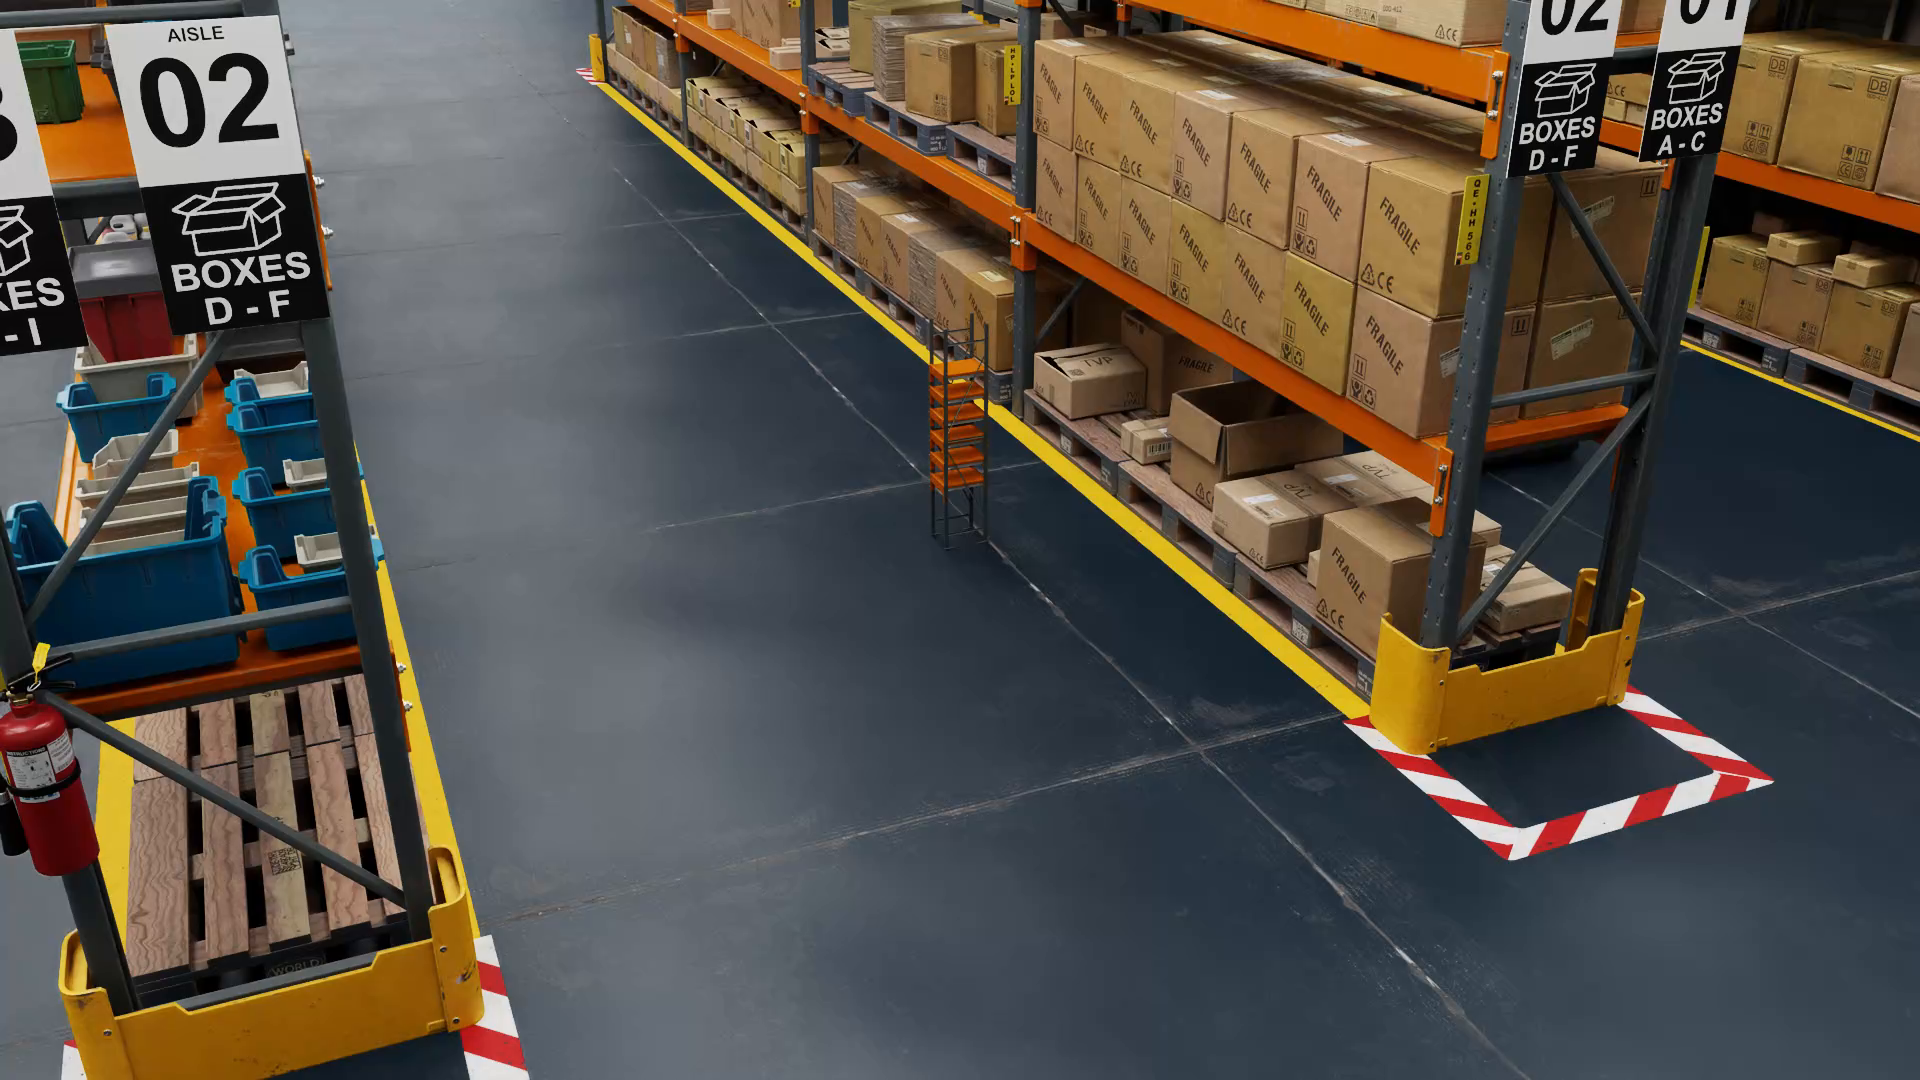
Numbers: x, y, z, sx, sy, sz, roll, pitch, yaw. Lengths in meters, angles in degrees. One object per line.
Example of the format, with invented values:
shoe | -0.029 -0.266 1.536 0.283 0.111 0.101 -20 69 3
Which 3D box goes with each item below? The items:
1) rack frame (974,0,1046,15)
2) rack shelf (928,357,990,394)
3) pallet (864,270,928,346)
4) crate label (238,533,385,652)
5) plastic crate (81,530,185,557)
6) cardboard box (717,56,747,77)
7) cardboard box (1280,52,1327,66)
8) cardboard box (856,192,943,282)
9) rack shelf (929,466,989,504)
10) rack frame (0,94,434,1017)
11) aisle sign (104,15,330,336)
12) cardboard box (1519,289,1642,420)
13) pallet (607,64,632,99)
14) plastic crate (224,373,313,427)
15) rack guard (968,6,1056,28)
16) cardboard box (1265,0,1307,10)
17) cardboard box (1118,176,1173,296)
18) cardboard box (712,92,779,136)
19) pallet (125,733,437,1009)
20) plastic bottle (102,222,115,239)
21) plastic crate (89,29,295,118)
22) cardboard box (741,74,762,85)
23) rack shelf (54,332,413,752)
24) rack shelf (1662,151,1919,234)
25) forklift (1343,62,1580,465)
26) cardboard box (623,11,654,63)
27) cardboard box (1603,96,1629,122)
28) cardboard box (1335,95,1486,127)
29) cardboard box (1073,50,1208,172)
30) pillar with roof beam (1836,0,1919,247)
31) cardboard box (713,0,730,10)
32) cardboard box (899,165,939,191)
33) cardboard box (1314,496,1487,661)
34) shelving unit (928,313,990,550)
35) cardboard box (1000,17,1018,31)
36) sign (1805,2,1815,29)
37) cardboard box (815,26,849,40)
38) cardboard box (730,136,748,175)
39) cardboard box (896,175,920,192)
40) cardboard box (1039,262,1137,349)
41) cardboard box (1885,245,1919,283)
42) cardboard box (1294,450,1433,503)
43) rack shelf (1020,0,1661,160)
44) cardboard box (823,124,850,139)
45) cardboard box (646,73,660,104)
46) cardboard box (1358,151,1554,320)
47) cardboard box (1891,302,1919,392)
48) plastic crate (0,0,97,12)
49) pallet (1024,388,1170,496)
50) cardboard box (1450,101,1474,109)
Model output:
rack frame | 0.663 -7.894 21.499 1.000 3.000 0.127 -11 28 -21
rack shelf | -0.006 -0.829 8.360 0.258 0.103 0.180 -11 28 -21
pallet | -0.029 -1.759 12.112 1.003 0.211 1.213 -11 28 -21
crate label | -1.980 0.160 5.127 0.416 0.233 0.303 -11 28 -21
plastic crate | -2.673 0.061 5.439 0.396 0.136 0.243 -11 28 -21
cardboard box | -2.220 -4.958 17.286 0.500 0.500 0.500 -11 28 -21
cardboard box | 3.301 -4.598 16.242 0.500 0.250 0.500 -10 28 -20
cardboard box | -0.443 -2.240 12.266 0.500 0.500 0.500 -11 28 -21
rack shelf | -0.006 -0.289 8.624 0.258 0.103 0.180 -11 28 -21
rack frame | -2.187 0.268 4.783 1.000 3.000 0.127 -11 28 -21
aisle sign | -1.885 -0.923 4.258 0.394 0.787 0.004 -11 28 -21
cardboard box | 2.441 -0.851 6.961 0.500 0.500 0.500 -10 28 -20
pallet | -3.555 -5.487 19.747 1.003 0.211 1.213 -11 28 -21
plastic crate | -2.613 -0.493 6.464 0.416 0.233 0.300 -11 28 -21
rack guard | 0.693 -6.740 21.985 1.175 0.500 0.348 -11 28 -21
cardboard box | 1.535 -2.428 7.056 0.500 0.250 0.500 -11 28 -21
cardboard box | 1.152 -1.581 8.455 0.500 0.500 0.500 -11 28 -21
cardboard box | -1.999 -4.010 15.561 0.500 0.311 0.500 -12 28 -22
pallet | -2.474 1.181 6.091 1.003 0.211 1.213 -11 28 -21
plastic bottle | -4.337 -1.484 8.504 0.061 0.283 0.133 -11 28 -21
plastic crate | -2.081 -1.225 4.570 0.497 0.269 0.590 -11 28 -21
cardboard box | -1.904 -4.517 16.600 0.500 0.311 0.500 -11 28 -21
rack shelf | -2.970 -0.217 6.595 1.077 0.370 4.000 -11 28 -21
rack shelf | 6.146 -1.919 10.081 1.077 0.370 4.000 -11 28 -21
forklift | 2.650 -2.333 10.187 1.130 2.935 3.031 -9 27 -17
cardboard box | -3.483 -5.676 18.756 0.500 0.500 0.500 -11 28 -21
cardboard box | 4.849 -3.131 12.008 0.380 0.149 0.250 -10 28 -20
cardboard box | 2.038 -1.713 7.587 0.500 0.500 0.500 -10 28 -20
cardboard box | 0.934 -2.244 8.674 0.500 0.500 0.500 -11 28 -22
pillar with roof beam | 2.472 -4.872 8.471 9.100 9.000 0.400 -11 28 -21
cardboard box | -2.094 -5.168 16.087 0.500 0.250 0.500 -9 27 -17
cardboard box | -0.152 -2.864 12.690 0.500 0.250 0.500 -9 28 -19
cardboard box | 1.933 0.166 7.338 0.500 0.500 0.500 -11 28 -21
shelving unit | -0.006 -0.545 8.499 0.258 1.200 0.189 -11 28 -21
cardboard box | 0.851 -6.589 21.389 0.500 0.311 0.500 -14 29 -26
sign | 5.873 -3.570 11.566 0.100 0.325 0.005 -11 28 -21
cardboard box | -0.932 -4.166 13.965 0.500 0.311 0.500 -11 28 -21
cardboard box | -1.794 -3.553 15.264 0.500 0.250 0.500 -10 28 -20
cardboard box | -0.178 -2.549 12.899 0.500 0.500 0.500 -9 28 -19
cardboard box | 0.841 -1.508 10.768 0.500 0.500 0.500 -12 28 -23
cardboard box | 6.097 -1.759 10.565 0.380 0.149 0.250 -10 28 -20
cardboard box | 2.029 -0.216 8.406 0.500 0.250 0.500 -11 28 -21
rack shelf | 1.589 -2.414 7.677 1.077 0.370 4.000 -11 28 -21
cardboard box | -0.909 -3.489 14.494 0.500 0.311 0.500 -11 28 -22
cardboard box | -3.106 -4.932 18.088 0.500 0.250 0.500 -11 28 -21
cardboard box | 1.945 -1.209 6.553 0.500 0.500 0.500 -11 28 -21
cardboard box | 6.169 -1.170 10.099 0.700 0.500 0.500 -12 28 -22
plastic crate | -3.519 -2.088 6.338 0.497 0.269 0.590 -11 28 -21
pallet | 1.074 -0.666 9.874 1.003 0.211 1.213 -11 28 -21
cardboard box | 4.301 -3.213 13.883 0.750 0.750 0.750 -11 28 -21
